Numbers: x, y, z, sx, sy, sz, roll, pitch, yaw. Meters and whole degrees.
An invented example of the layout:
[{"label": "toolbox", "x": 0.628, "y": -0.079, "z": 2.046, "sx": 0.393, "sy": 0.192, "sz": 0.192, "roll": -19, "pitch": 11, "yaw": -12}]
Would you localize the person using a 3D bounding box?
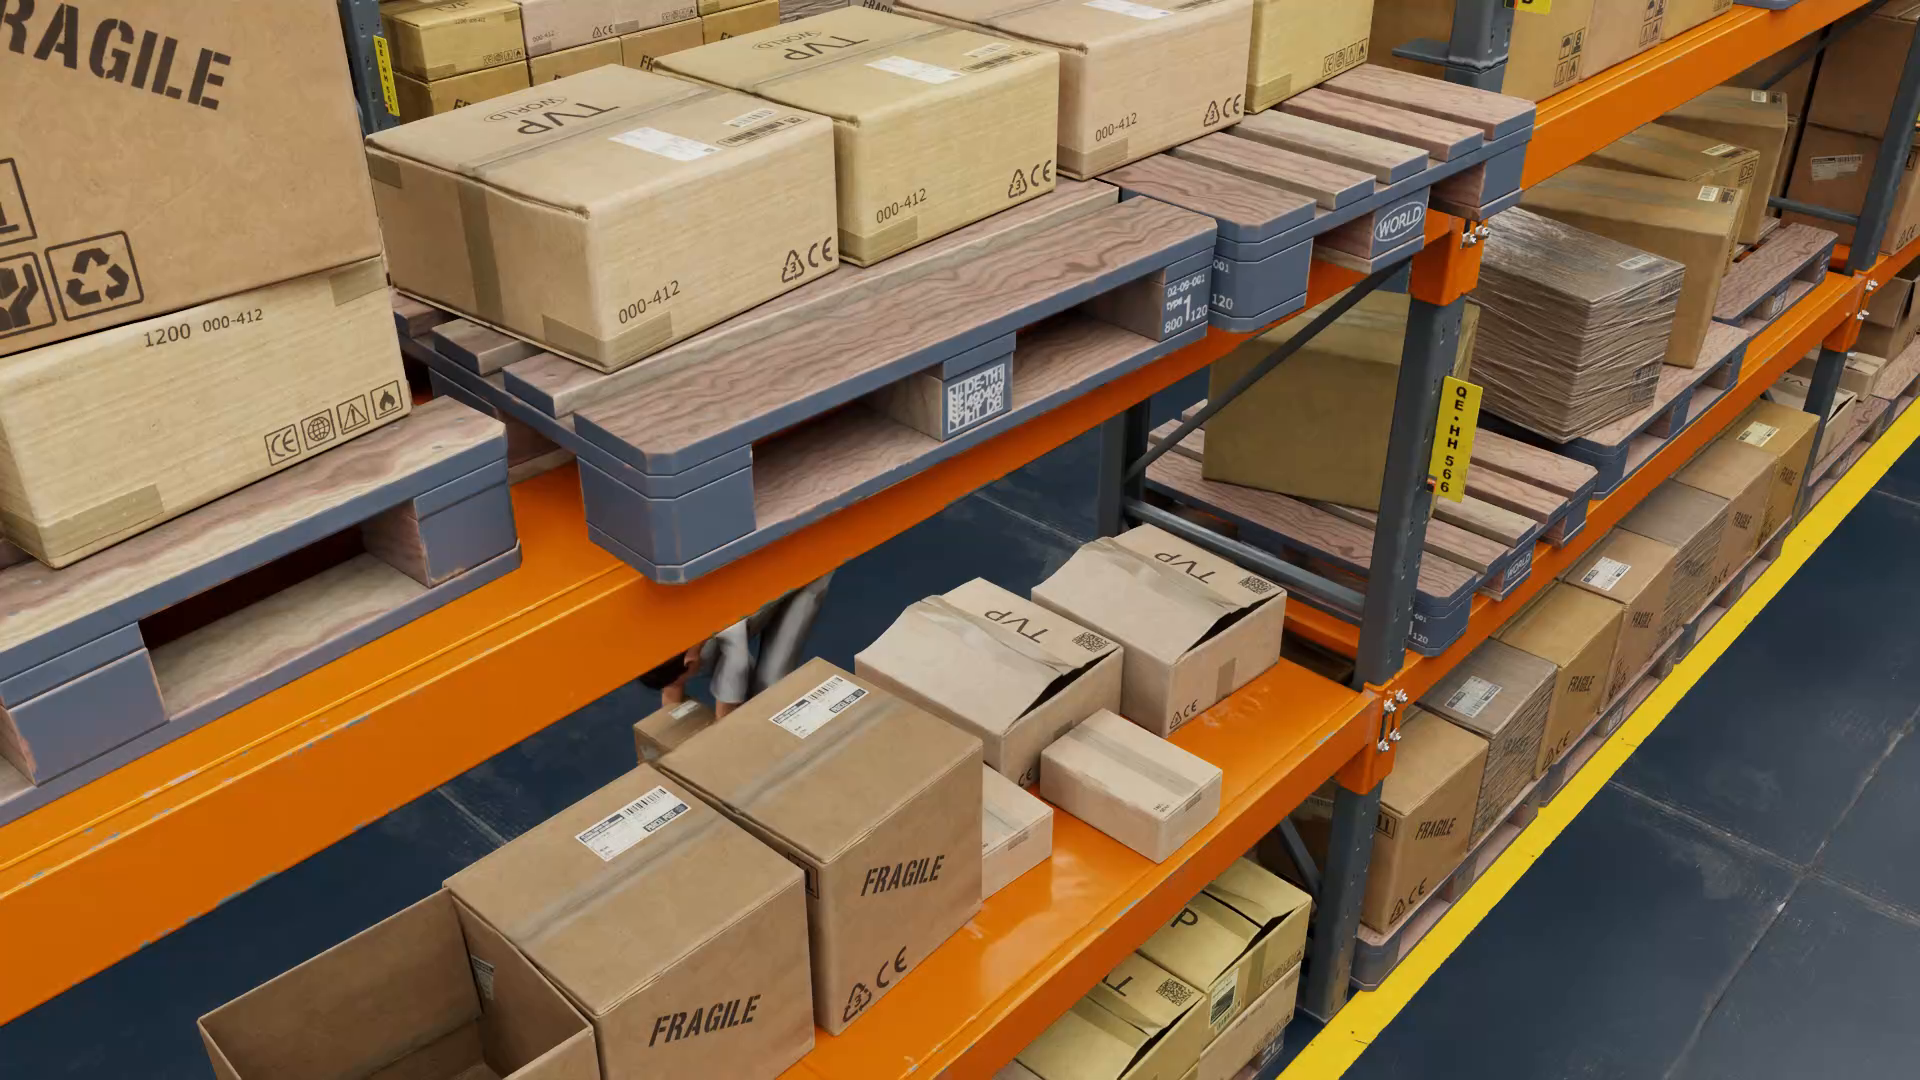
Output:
[{"label": "person", "x": -0.829, "y": 0.475, "z": 6.037, "sx": 0.435, "sy": 0.967, "sz": 0.866, "roll": 23, "pitch": 39, "yaw": 33}]
